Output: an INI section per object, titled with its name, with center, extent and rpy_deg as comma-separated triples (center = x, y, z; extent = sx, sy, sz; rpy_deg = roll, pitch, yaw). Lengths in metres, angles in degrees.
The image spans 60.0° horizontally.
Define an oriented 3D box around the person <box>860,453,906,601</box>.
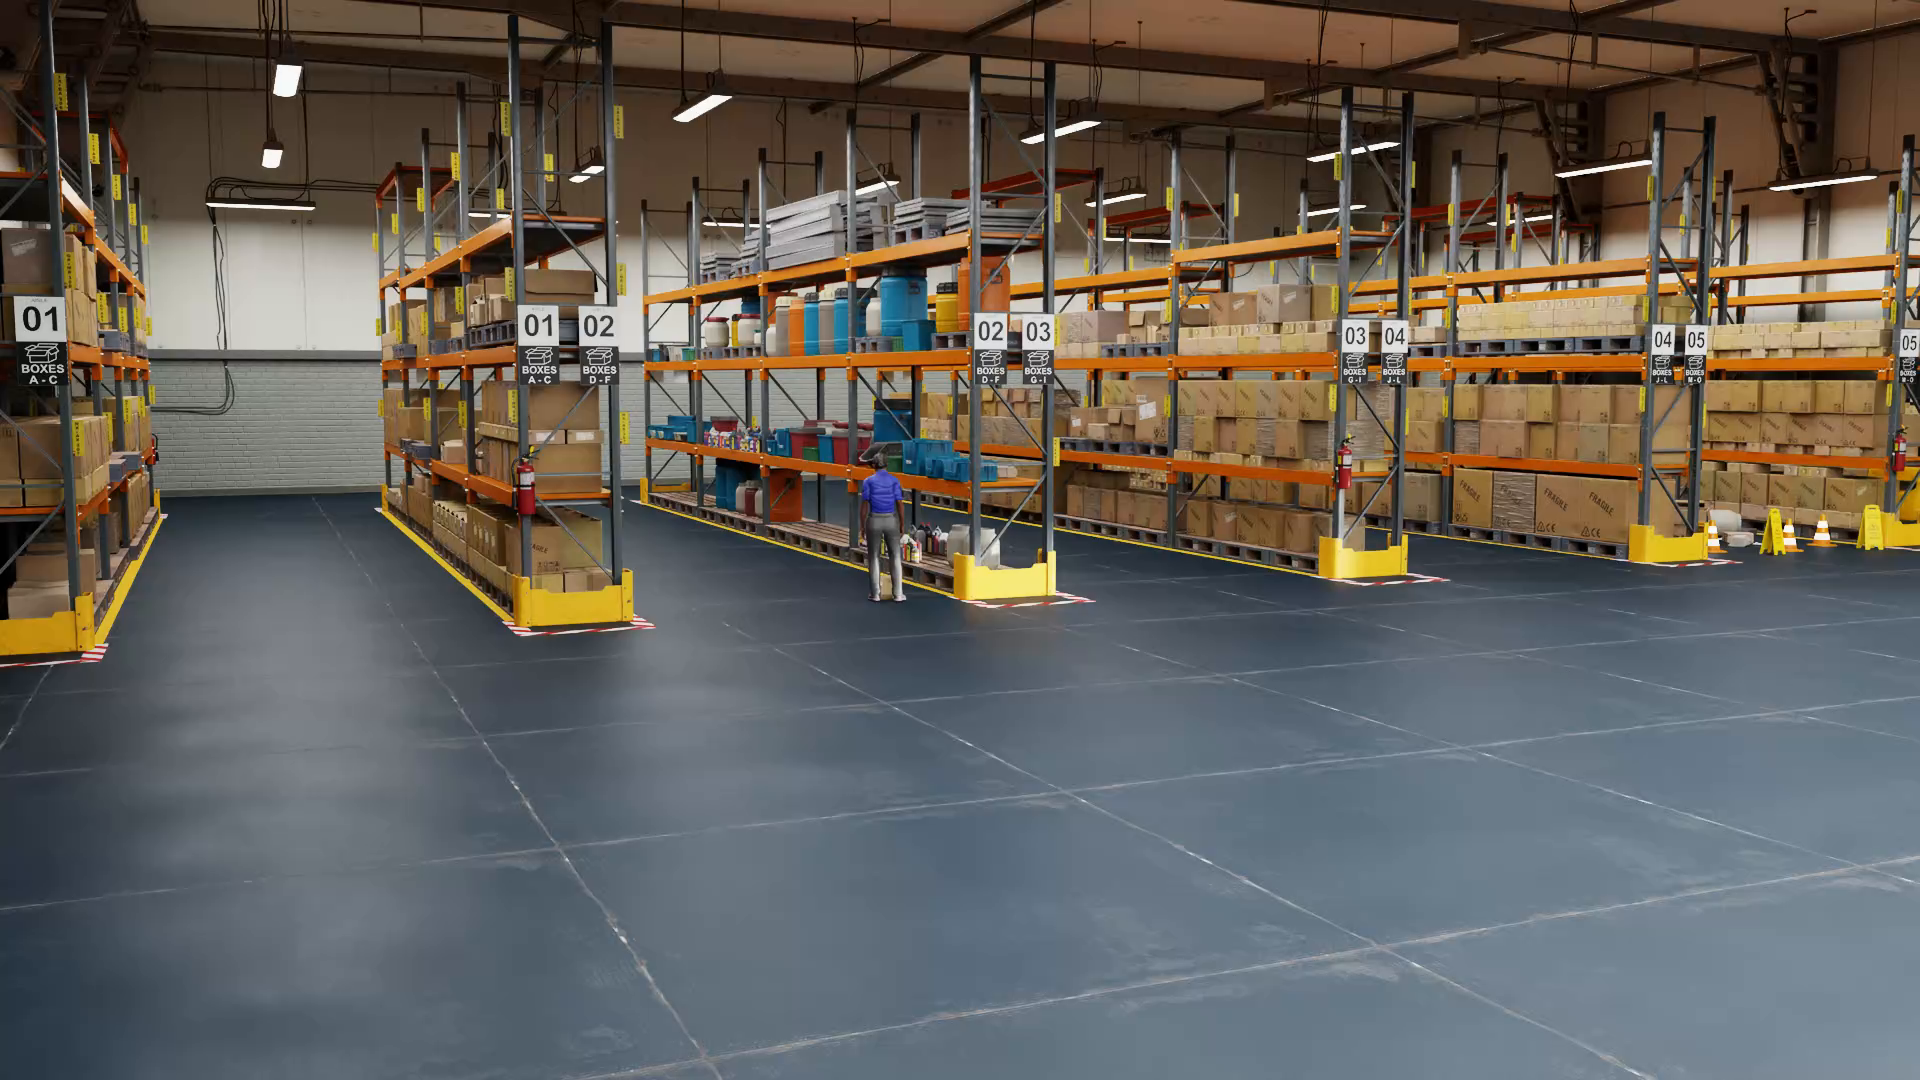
[person]
center = -0.854, -0.143, 18.519
extent = 0.509, 1.655, 0.391
rpy_deg = 0, 6, -4
